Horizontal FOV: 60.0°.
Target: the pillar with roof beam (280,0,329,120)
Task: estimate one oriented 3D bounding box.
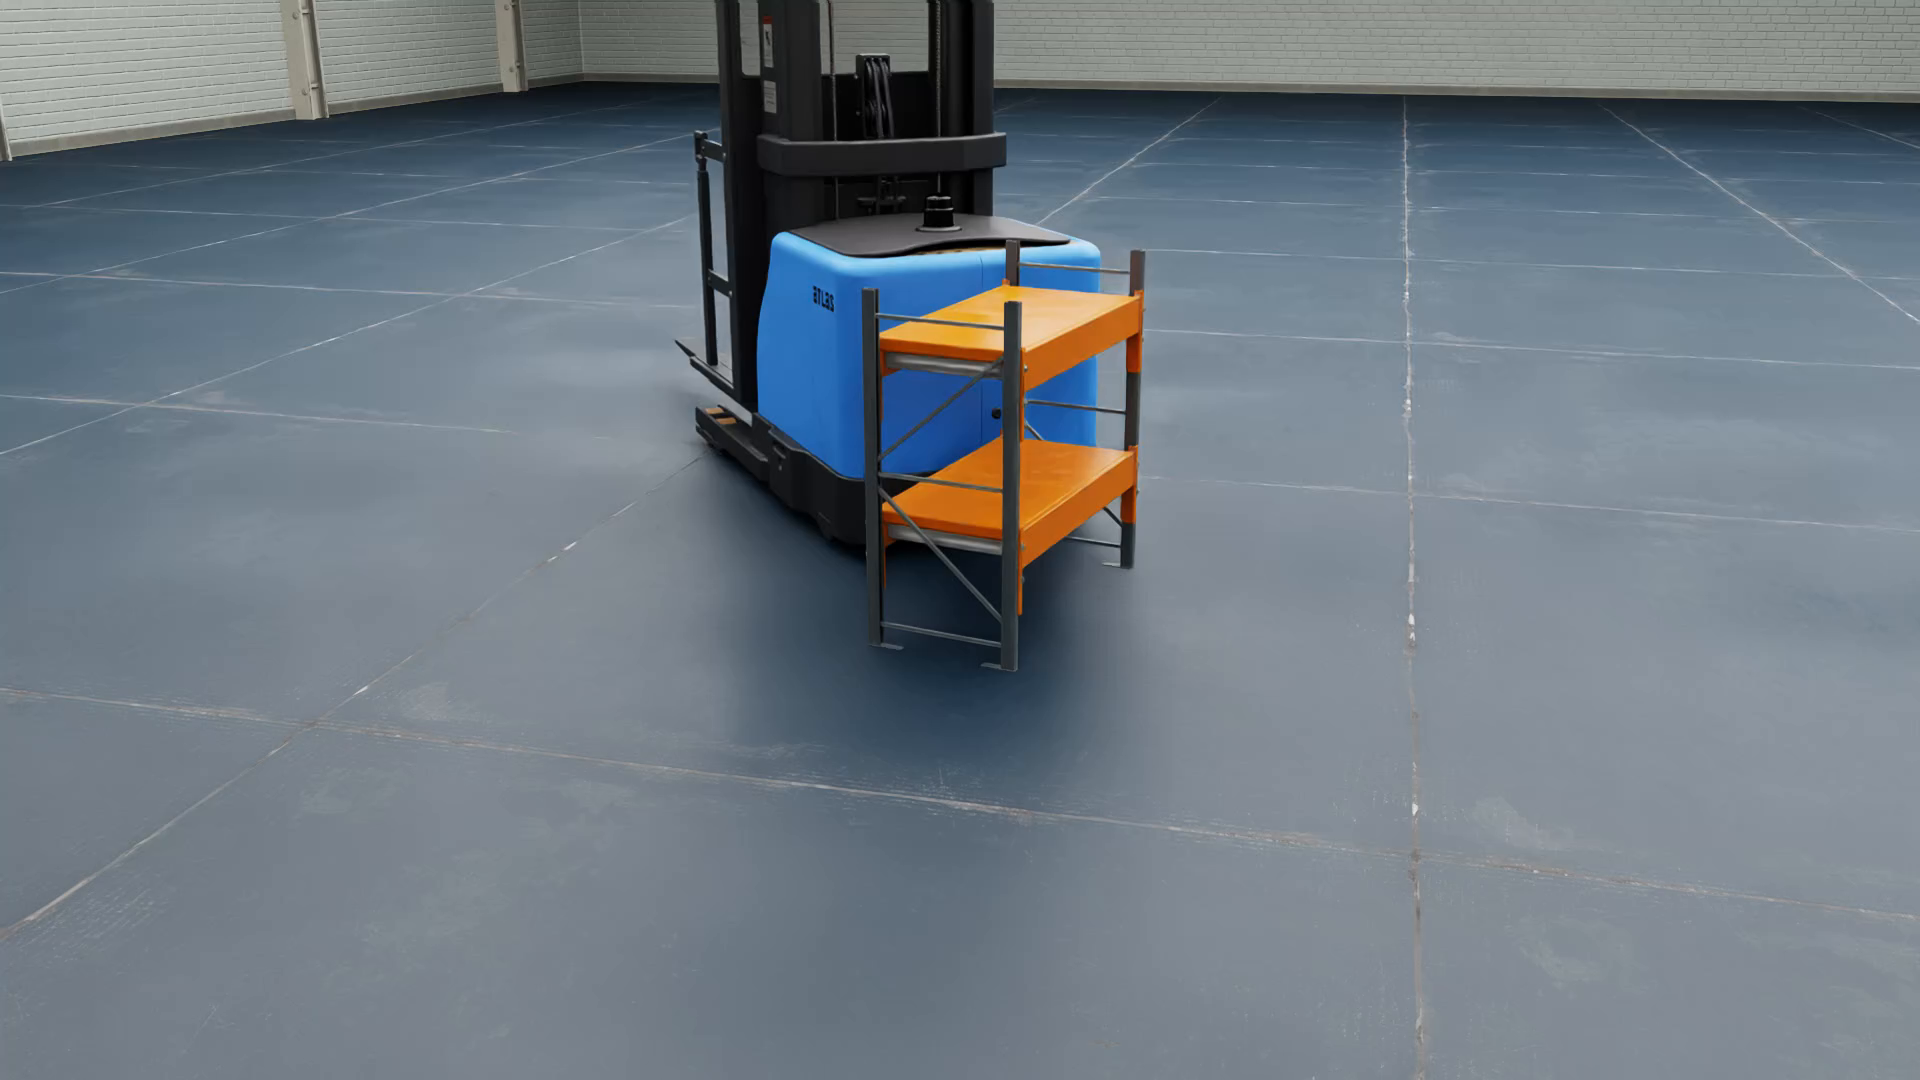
[{"bbox_3d":[-5.191,-10.012,21.578,9.100,9.000,0.400,5,19,13],"label":"pillar with roof beam"}]

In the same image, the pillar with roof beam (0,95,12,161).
[{"bbox_3d":[-6.657,-8.131,16.072,9.100,9.000,0.400,5,19,13],"label":"pillar with roof beam"}]

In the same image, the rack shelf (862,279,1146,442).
[{"bbox_3d":[0.165,-0.594,5.280,0.538,0.278,1.000,9,21,24],"label":"rack shelf"}]

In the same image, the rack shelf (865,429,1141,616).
[{"bbox_3d":[0.165,-0.085,5.454,0.538,0.278,1.000,9,21,24],"label":"rack shelf"}]

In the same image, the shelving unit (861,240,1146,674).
[{"bbox_3d":[0.165,-0.317,5.375,0.538,1.125,1.048,9,21,24],"label":"shelving unit"}]

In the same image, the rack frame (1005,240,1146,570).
[{"bbox_3d":[0.388,-0.465,5.807,0.500,1.125,0.032,9,21,24],"label":"rack frame"}]

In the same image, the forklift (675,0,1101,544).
[{"bbox_3d":[-0.534,-1.807,6.945,1.130,2.935,3.031,-8,21,-23],"label":"forklift"}]

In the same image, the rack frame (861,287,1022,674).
[{"bbox_3d":[-0.057,-0.169,4.942,0.500,1.125,0.032,9,21,24],"label":"rack frame"}]

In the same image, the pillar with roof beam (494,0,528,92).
[{"bbox_3d":[-3.725,-11.893,27.084,9.100,9.000,0.400,5,19,13],"label":"pillar with roof beam"}]
